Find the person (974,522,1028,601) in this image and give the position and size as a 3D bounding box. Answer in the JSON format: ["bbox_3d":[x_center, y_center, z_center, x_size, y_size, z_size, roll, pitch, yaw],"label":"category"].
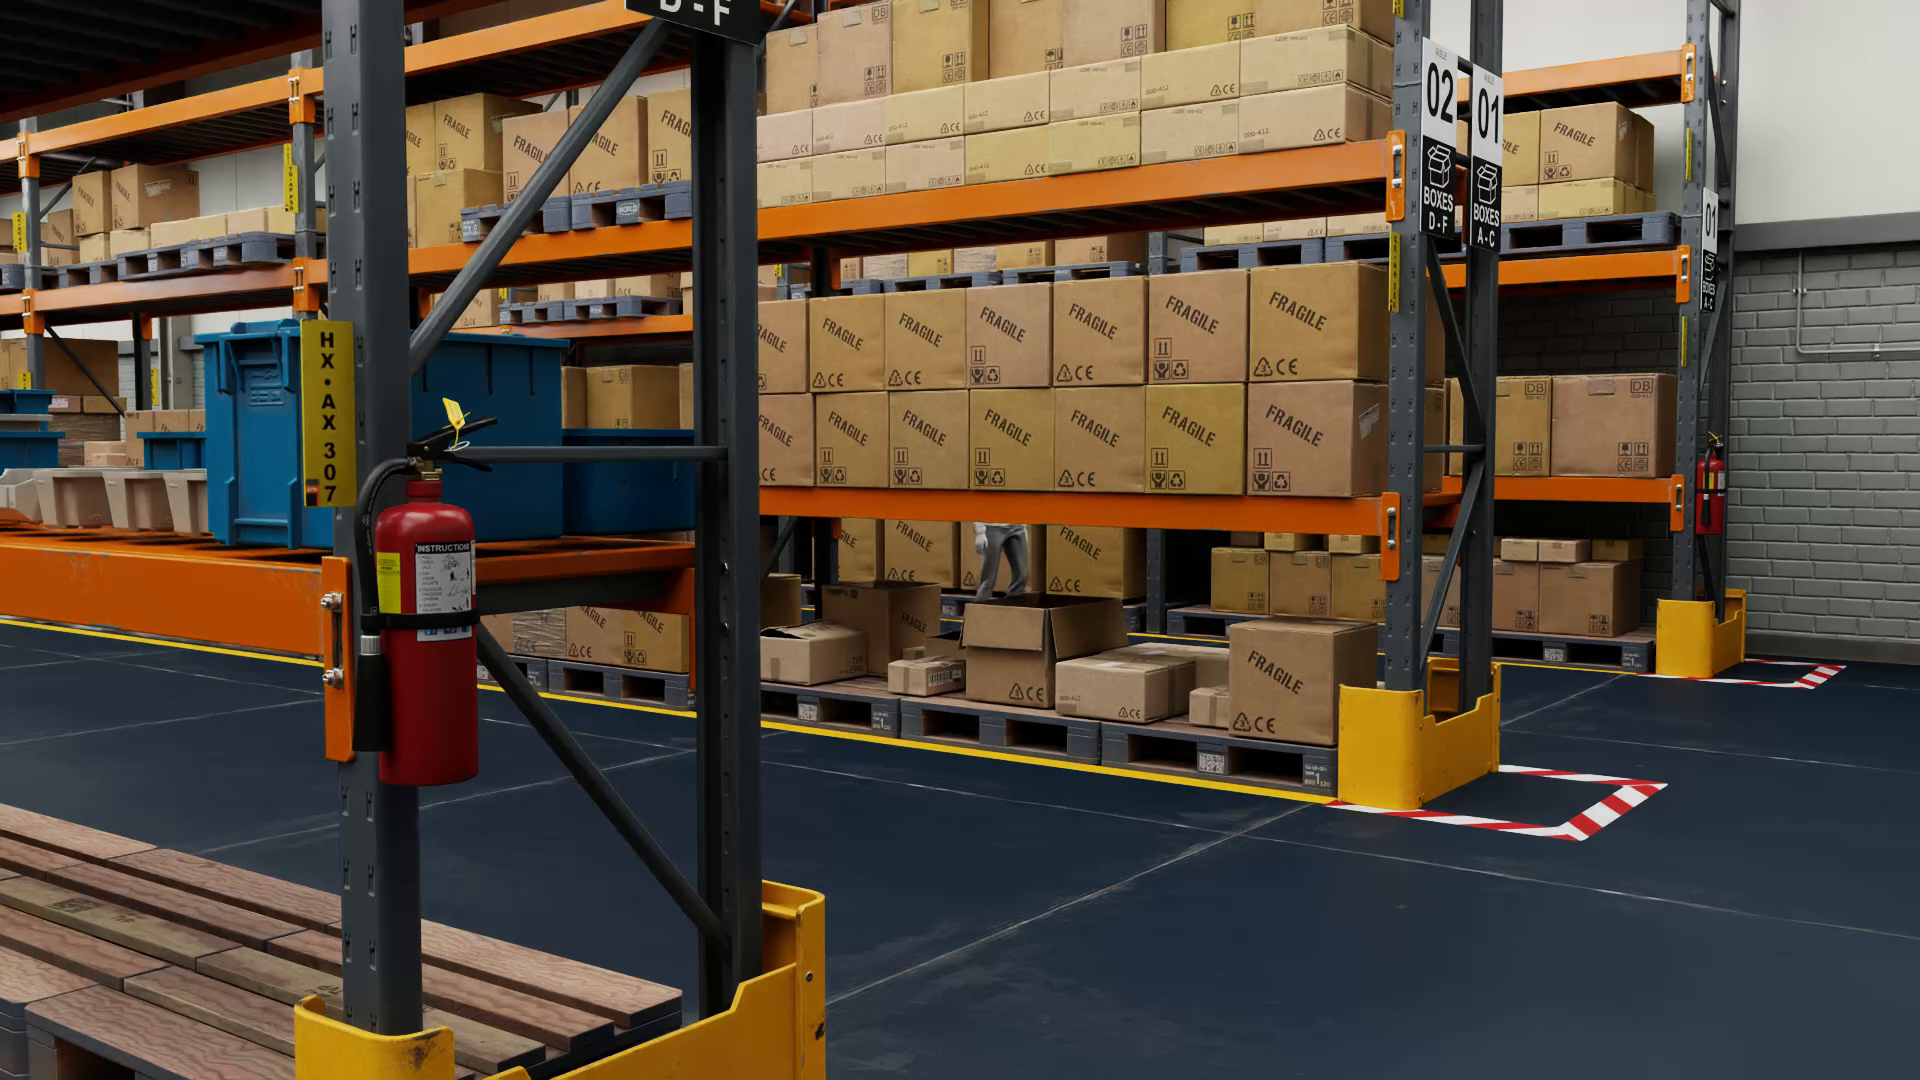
[{"bbox_3d":[0.318,-0.072,12.873,0.543,1.673,0.364,-3,4,-39],"label":"person"}]
